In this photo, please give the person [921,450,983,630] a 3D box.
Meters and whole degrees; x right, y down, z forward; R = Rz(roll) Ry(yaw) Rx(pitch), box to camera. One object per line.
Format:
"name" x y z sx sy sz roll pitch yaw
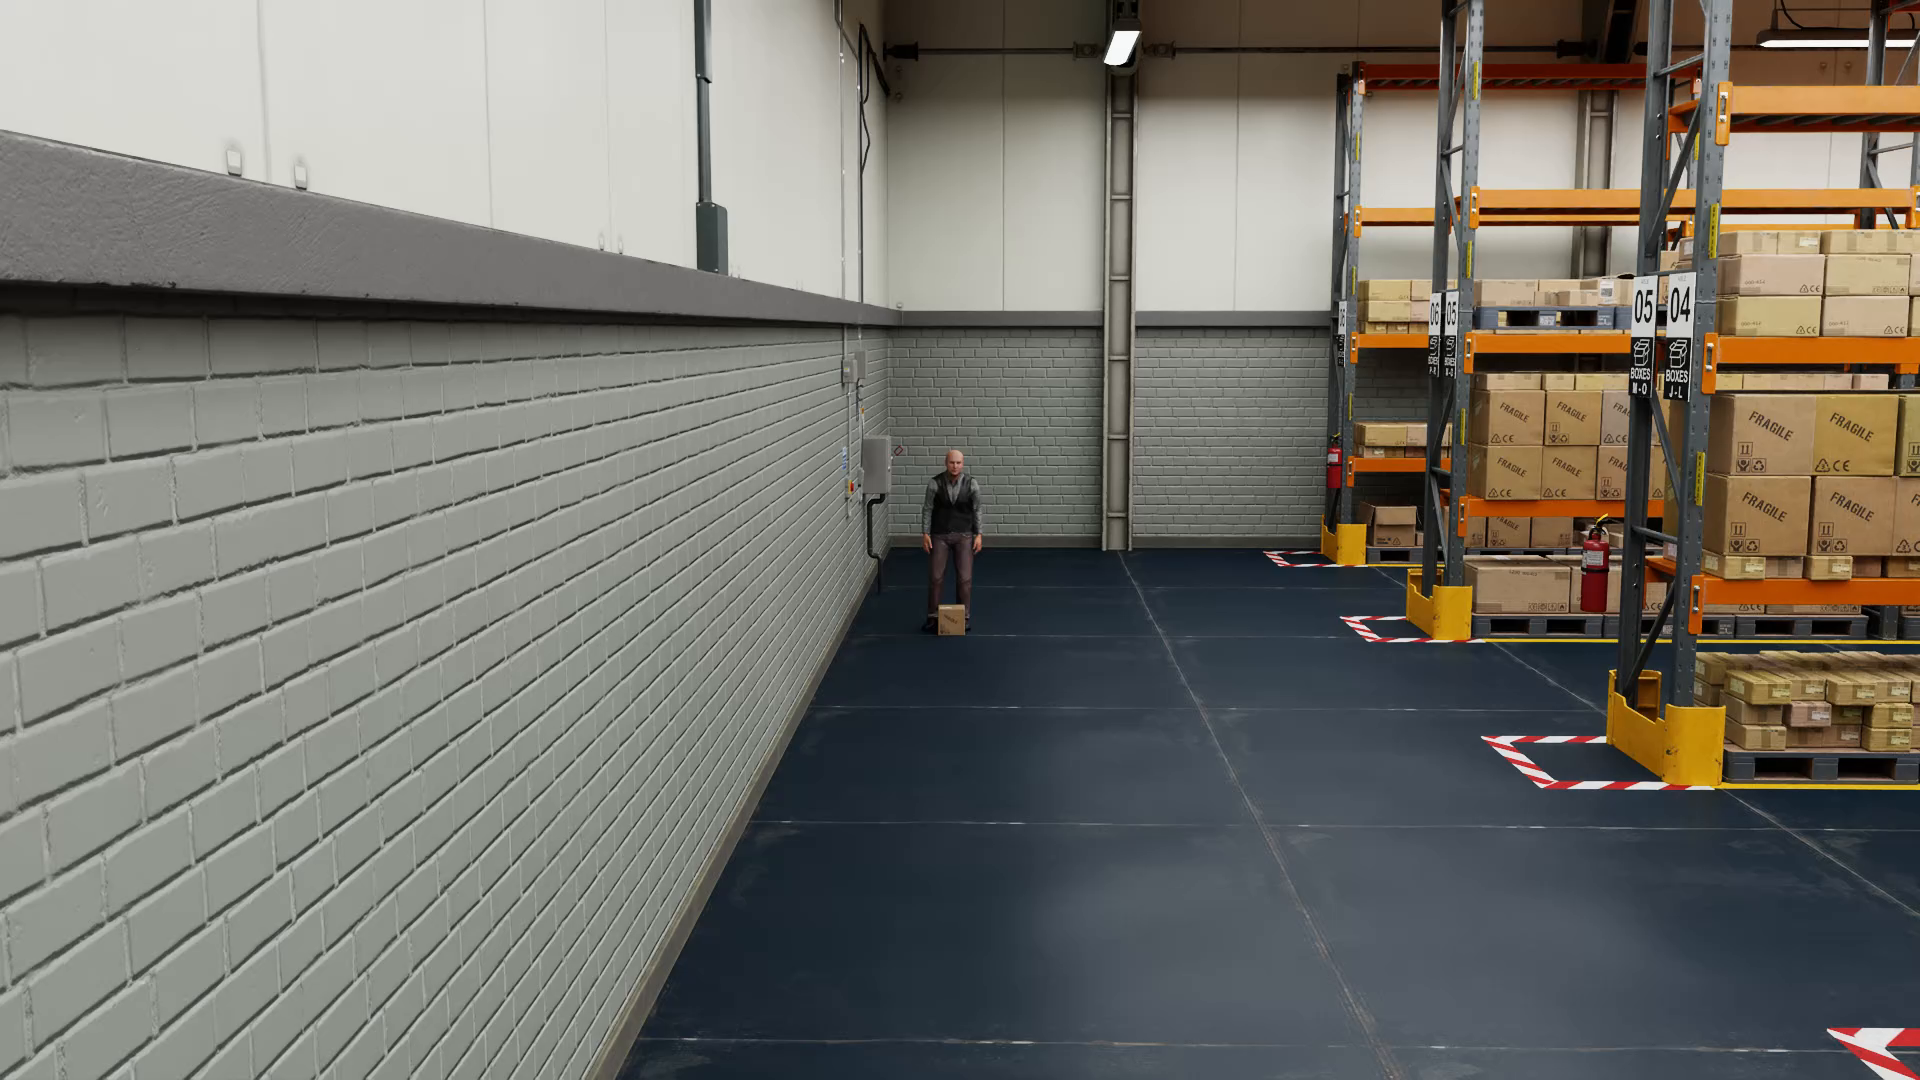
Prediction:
"person" -0.076 -0.008 15.928 0.594 1.721 0.417 0 7 -2
